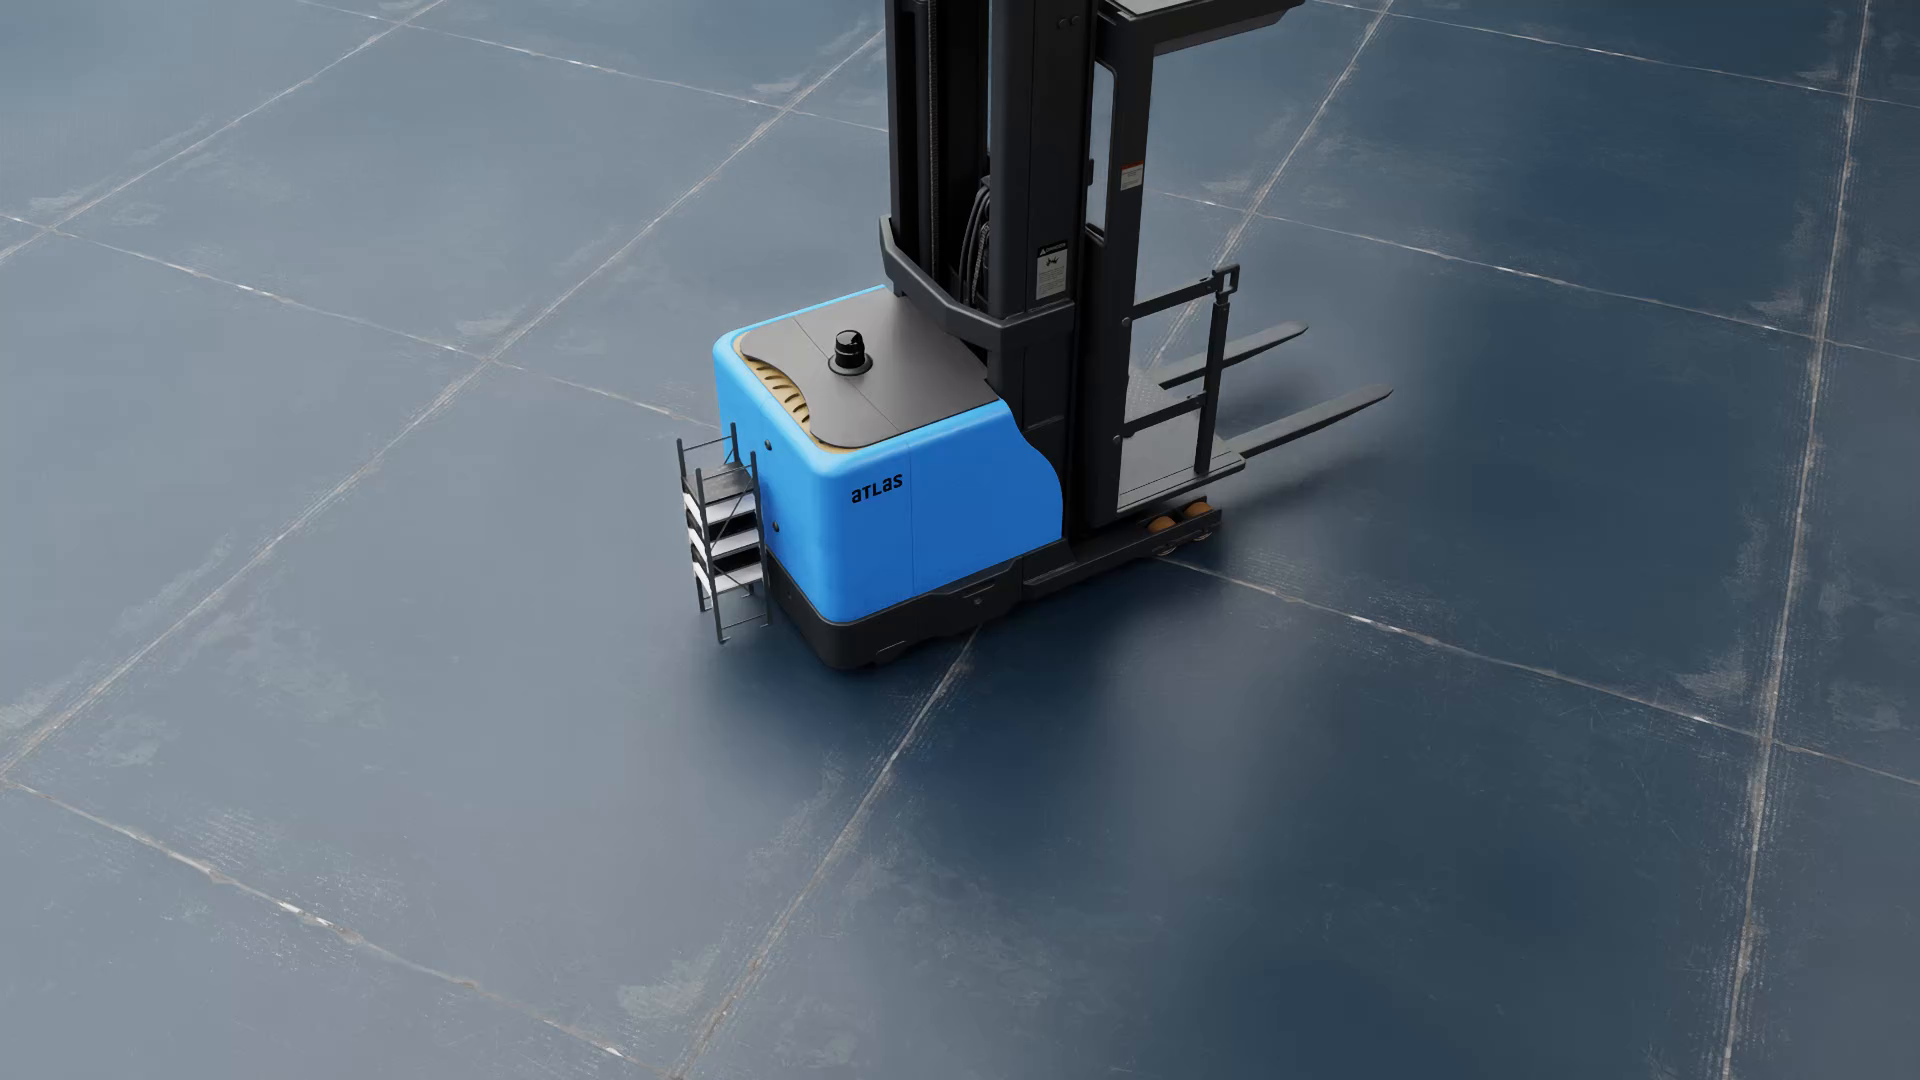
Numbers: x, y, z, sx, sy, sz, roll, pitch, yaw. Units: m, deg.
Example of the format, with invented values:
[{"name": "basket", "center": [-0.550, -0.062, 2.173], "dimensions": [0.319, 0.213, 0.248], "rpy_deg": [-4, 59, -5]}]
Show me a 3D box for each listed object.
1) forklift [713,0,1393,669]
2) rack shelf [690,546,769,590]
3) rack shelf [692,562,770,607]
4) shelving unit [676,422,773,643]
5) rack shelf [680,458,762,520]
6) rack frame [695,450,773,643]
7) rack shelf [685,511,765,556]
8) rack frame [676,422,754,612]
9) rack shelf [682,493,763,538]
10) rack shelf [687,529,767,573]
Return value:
[{"name": "forklift", "center": [0.542, -1.318, 6.533], "dimensions": [3.031, 2.935, 1.130], "rpy_deg": [-21, 45, -23]}, {"name": "rack shelf", "center": [-0.925, 0.074, 6.666], "dimensions": [0.258, 0.077, 0.200], "rpy_deg": [-19, 44, -20]}, {"name": "rack shelf", "center": [-0.925, 0.142, 6.725], "dimensions": [0.258, 0.077, 0.200], "rpy_deg": [-19, 44, -20]}, {"name": "shelving unit", "center": [-0.925, -0.019, 6.585], "dimensions": [0.258, 0.900, 0.210], "rpy_deg": [-19, 44, -20]}, {"name": "rack shelf", "center": [-0.925, -0.198, 6.430], "dimensions": [0.258, 0.077, 0.200], "rpy_deg": [-19, 44, -20]}, {"name": "rack frame", "center": [-0.878, 0.040, 6.517], "dimensions": [0.240, 0.900, 0.006], "rpy_deg": [-19, 44, -20]}, {"name": "rack shelf", "center": [-0.925, -0.062, 6.548], "dimensions": [0.258, 0.077, 0.200], "rpy_deg": [-19, 44, -20]}, {"name": "rack frame", "center": [-0.972, -0.078, 6.653], "dimensions": [0.240, 0.900, 0.006], "rpy_deg": [-19, 44, -20]}, {"name": "rack shelf", "center": [-0.925, -0.130, 6.489], "dimensions": [0.258, 0.077, 0.200], "rpy_deg": [-19, 44, -20]}, {"name": "rack shelf", "center": [-0.925, 0.006, 6.607], "dimensions": [0.258, 0.077, 0.200], "rpy_deg": [-19, 44, -20]}]
